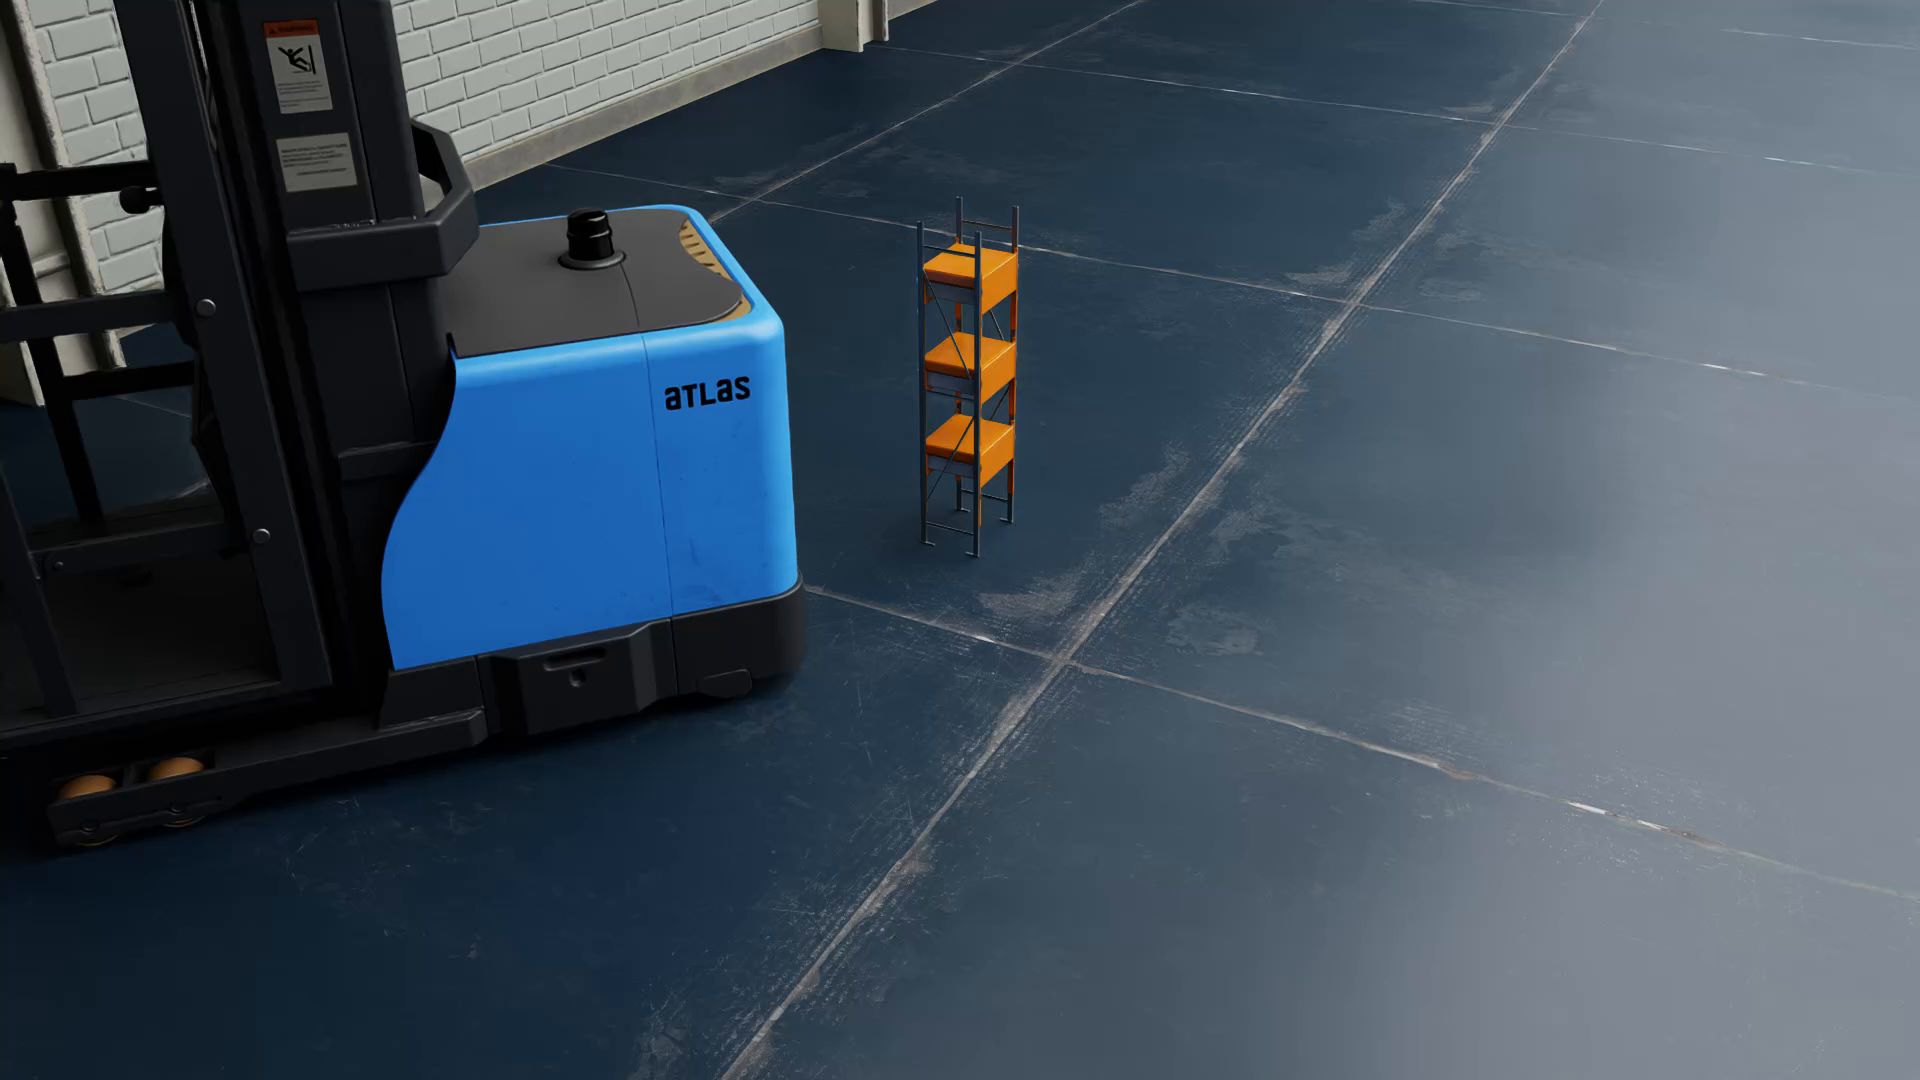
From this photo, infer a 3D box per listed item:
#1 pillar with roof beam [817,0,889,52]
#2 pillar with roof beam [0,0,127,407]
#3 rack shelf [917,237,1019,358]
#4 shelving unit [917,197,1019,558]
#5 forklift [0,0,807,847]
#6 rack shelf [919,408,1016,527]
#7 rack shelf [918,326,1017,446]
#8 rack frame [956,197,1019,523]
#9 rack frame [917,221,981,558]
[{"bbox_3d":[3.134,-6.195,7.002,9.100,9.000,0.400,14,33,23],"label":"pillar with roof beam"},{"bbox_3d":[0.401,-3.535,2.370,9.100,9.000,0.400,14,33,23],"label":"pillar with roof beam"},{"bbox_3d":[0.024,-0.716,4.894,0.215,0.259,0.240,14,33,23],"label":"rack shelf"},{"bbox_3d":[0.024,-0.479,5.030,0.215,1.050,0.252,14,33,23],"label":"shelving unit"},{"bbox_3d":[-1.991,-0.837,3.765,3.031,2.935,1.130,-11,32,-18],"label":"forklift"},{"bbox_3d":[0.024,-0.229,5.174,0.215,0.259,0.240,14,33,23],"label":"rack shelf"},{"bbox_3d":[0.024,-0.470,5.035,0.215,0.259,0.240,14,33,23],"label":"rack shelf"},{"bbox_3d":[0.080,-0.533,5.124,0.200,1.050,0.008,14,33,23],"label":"rack frame"},{"bbox_3d":[-0.031,-0.425,4.936,0.200,1.050,0.008,14,33,23],"label":"rack frame"}]
